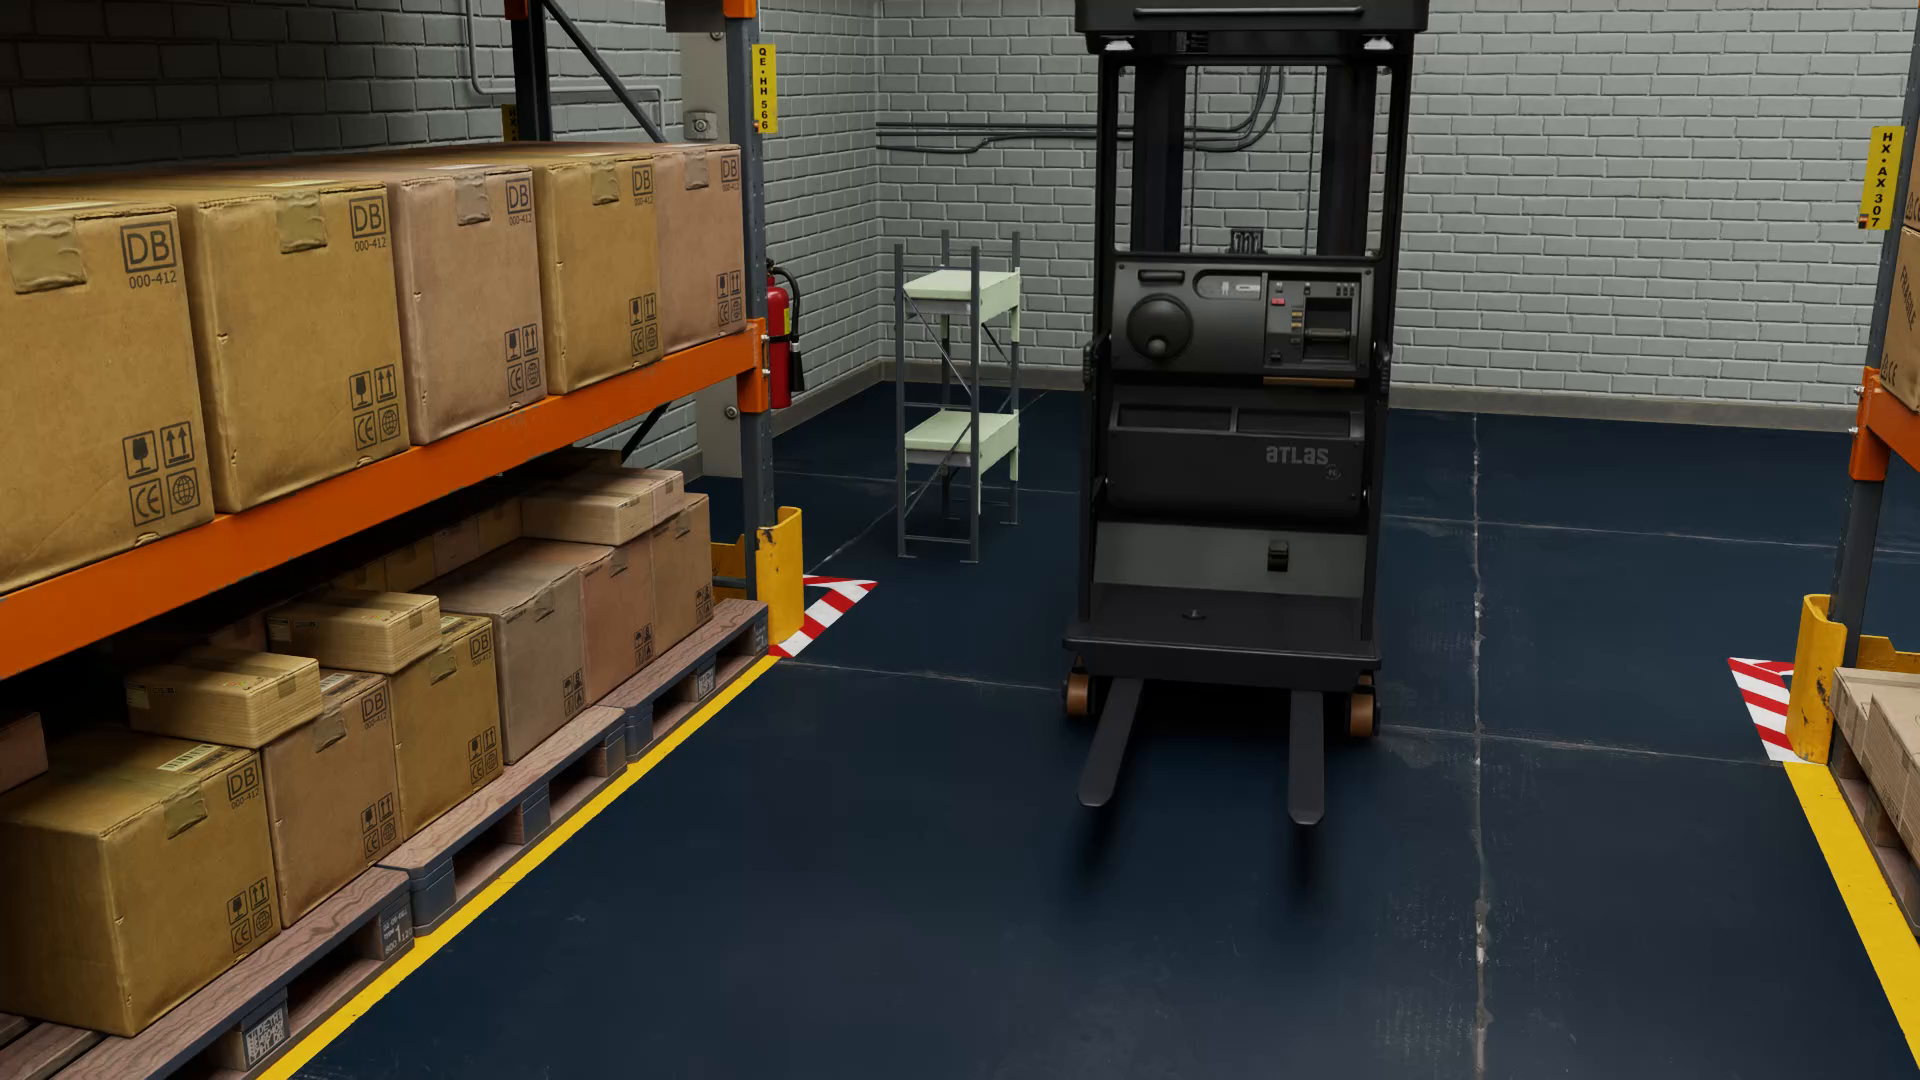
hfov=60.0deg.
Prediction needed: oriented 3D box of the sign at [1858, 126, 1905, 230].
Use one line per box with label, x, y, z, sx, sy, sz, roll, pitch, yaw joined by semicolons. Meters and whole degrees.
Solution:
sign;2.969;-1.165;5.353;0.100;0.325;0.005;5;16;16

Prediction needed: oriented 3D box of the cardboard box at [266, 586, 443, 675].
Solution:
cardboard box;-1.667;0.246;4.589;0.380;0.149;0.250;4;16;14

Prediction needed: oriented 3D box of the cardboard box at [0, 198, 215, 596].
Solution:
cardboard box;-2.228;-0.328;3.439;0.980;0.700;0.700;5;17;17

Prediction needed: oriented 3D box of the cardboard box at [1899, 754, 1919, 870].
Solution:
cardboard box;2.779;0.787;4.292;0.500;0.250;0.500;5;16;16

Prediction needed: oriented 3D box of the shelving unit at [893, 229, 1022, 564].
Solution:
shelving unit;-0.002;-0.720;8.119;0.431;1.500;0.755;5;16;16

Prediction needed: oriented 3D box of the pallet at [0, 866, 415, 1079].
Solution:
pallet;-2.107;1.106;4.045;1.003;0.211;1.213;5;16;16

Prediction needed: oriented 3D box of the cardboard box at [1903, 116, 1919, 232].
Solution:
cardboard box;3.110;-1.140;4.836;0.500;0.500;0.500;5;17;18

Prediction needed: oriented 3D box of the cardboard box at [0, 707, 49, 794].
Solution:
cardboard box;-2.319;0.480;3.762;0.380;0.149;0.250;5;16;16

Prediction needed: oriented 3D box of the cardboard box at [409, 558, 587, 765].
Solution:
cardboard box;-1.649;0.364;5.359;0.700;0.500;0.500;4;16;14

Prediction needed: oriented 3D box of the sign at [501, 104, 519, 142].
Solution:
sign;-1.792;-1.589;6.702;0.100;0.325;0.005;5;16;16

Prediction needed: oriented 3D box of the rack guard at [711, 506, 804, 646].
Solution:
rack guard;-1.254;0.107;7.037;1.175;0.500;0.348;5;16;16

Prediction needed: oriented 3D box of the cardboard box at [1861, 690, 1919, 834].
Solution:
cardboard box;2.921;0.656;4.753;0.500;0.250;0.500;5;16;16

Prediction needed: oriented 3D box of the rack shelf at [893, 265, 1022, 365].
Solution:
rack shelf;-0.002;-1.095;8.012;0.431;0.370;0.720;5;16;16

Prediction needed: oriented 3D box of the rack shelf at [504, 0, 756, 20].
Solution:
rack shelf;-1.830;-1.663;4.518;1.077;0.370;4.000;5;16;16

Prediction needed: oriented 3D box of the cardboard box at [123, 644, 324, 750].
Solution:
cardboard box;-1.815;0.382;4.107;0.380;0.149;0.250;5;17;18

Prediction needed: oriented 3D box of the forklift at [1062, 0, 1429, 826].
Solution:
forklift;0.981;-0.817;5.837;1.130;2.935;3.031;3;16;11

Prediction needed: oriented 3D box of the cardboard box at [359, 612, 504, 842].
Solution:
cardboard box;-1.793;0.504;4.865;0.700;0.500;0.500;5;17;17

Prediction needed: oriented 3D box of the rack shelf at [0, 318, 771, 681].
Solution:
rack shelf;-1.830;-0.220;4.927;1.077;0.370;4.000;5;16;16

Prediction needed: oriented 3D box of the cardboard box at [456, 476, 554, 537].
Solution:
cardboard box;-1.664;-0.126;5.898;0.380;0.149;0.250;5;16;16

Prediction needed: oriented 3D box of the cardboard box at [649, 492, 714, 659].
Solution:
cardboard box;-1.364;0.102;6.284;0.700;0.500;0.500;5;16;16

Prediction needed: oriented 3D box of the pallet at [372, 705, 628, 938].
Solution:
pallet;-1.762;0.785;5.174;1.003;0.211;1.213;5;16;16

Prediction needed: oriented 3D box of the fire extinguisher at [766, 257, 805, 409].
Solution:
fire extinguisher;-0.776;-0.877;6.748;0.296;0.674;0.183;5;16;16

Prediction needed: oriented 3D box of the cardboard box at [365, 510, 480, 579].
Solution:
cardboard box;-1.807;0.006;5.433;0.380;0.149;0.250;5;17;17

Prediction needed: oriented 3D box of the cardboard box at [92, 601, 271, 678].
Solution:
cardboard box;-2.097;0.273;4.492;0.380;0.149;0.250;4;16;14

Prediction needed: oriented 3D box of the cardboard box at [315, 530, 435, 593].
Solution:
cardboard box;-1.879;0.073;5.196;0.380;0.149;0.250;5;17;16

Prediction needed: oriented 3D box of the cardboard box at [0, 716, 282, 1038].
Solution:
cardboard box;-2.087;0.770;3.930;0.700;0.500;0.500;5;17;17

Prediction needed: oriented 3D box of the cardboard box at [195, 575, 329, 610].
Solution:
cardboard box;-2.024;0.207;4.724;0.380;0.149;0.250;5;17;16

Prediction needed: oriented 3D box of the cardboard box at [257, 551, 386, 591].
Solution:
cardboard box;-1.951;0.140;4.963;0.380;0.149;0.250;4;16;15

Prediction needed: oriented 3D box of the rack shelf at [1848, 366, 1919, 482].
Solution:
rack shelf;2.921;0.163;3.576;1.077;0.370;4.000;5;16;16

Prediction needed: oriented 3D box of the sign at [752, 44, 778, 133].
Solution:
sign;-0.745;-1.715;6.322;0.100;0.325;0.005;5;16;16

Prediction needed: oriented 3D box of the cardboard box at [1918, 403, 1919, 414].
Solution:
cardboard box;2.969;-0.523;4.495;0.500;0.500;0.500;4;16;15

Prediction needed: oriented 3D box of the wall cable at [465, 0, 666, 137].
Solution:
wall cable;-1.804;-1.987;7.975;0.084;1.984;1.851;5;16;16

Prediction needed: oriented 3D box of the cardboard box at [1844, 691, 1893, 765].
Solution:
cardboard box;2.970;0.593;5.127;0.380;0.166;0.250;5;16;16

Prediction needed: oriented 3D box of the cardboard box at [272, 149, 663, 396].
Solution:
cardboard box;-1.593;-0.908;5.485;0.980;0.700;0.700;4;16;15

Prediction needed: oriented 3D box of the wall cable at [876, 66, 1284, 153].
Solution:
wall cable;0.689;-3.934;11.398;3.097;2.526;0.112;5;16;16

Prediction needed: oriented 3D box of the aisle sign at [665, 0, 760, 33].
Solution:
aisle sign;-0.953;-2.336;6.303;0.394;0.787;0.004;5;16;16

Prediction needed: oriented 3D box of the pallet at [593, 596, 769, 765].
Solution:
pallet;-1.413;0.467;6.295;1.003;0.211;1.213;5;16;16

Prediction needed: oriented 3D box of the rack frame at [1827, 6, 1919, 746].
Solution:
rack frame;3.489;-0.706;5.323;1.000;3.000;0.127;5;16;16

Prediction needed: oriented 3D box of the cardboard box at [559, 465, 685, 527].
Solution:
cardboard box;-1.226;-0.162;6.028;0.380;0.149;0.250;4;16;15

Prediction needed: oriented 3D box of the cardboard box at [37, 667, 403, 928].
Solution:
cardboard box;-1.941;0.639;4.392;0.700;0.500;0.500;4;16;15

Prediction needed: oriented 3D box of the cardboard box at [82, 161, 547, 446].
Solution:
cardboard box;-1.818;-0.710;4.785;0.980;0.700;0.700;4;16;13

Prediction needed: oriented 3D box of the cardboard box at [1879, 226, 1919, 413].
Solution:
cardboard box;3.110;-0.659;4.972;0.500;0.500;0.500;5;17;17

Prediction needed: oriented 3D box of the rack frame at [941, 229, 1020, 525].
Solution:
rack frame;0.102;-0.816;8.456;0.400;1.500;0.023;5;16;16

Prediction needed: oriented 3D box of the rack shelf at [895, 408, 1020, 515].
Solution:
rack shelf;-0.002;-0.406;8.208;0.431;0.370;0.720;5;16;16

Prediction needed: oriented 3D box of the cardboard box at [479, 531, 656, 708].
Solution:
cardboard box;-1.506;0.233;5.823;0.700;0.500;0.500;5;16;16

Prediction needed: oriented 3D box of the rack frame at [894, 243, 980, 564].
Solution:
rack frame;-0.106;-0.624;7.781;0.400;1.500;0.023;5;16;16

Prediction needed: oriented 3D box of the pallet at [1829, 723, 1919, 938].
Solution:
pallet;3.242;0.864;4.898;1.003;0.211;1.213;5;16;16

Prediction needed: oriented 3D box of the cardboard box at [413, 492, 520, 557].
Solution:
cardboard box;-1.735;-0.060;5.668;0.380;0.149;0.250;5;17;16

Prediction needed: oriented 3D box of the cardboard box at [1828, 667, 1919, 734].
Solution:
cardboard box;3.041;0.536;5.360;0.380;0.149;0.250;5;16;16

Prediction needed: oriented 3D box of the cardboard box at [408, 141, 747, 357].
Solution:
cardboard box;-1.397;-1.100;6.160;0.980;0.700;0.700;5;17;18

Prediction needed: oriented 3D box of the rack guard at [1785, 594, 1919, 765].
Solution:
rack guard;3.468;0.516;5.594;1.175;0.500;0.348;5;16;16

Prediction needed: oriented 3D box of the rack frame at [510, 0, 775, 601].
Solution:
rack frame;-1.261;-1.090;6.674;1.000;3.000;0.127;5;16;16

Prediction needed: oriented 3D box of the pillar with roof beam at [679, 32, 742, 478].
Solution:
pillar with roof beam;2.804;-4.415;7.405;9.100;9.000;0.400;5;16;16

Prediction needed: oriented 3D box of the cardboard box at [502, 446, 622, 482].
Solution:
cardboard box;-1.520;-0.258;6.366;0.380;0.149;0.250;5;17;16

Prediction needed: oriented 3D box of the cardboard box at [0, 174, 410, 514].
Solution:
cardboard box;-2.015;-0.519;4.111;0.980;0.700;0.700;4;16;14

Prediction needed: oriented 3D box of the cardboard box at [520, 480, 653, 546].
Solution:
cardboard box;-1.298;-0.096;5.792;0.380;0.149;0.250;5;17;17
